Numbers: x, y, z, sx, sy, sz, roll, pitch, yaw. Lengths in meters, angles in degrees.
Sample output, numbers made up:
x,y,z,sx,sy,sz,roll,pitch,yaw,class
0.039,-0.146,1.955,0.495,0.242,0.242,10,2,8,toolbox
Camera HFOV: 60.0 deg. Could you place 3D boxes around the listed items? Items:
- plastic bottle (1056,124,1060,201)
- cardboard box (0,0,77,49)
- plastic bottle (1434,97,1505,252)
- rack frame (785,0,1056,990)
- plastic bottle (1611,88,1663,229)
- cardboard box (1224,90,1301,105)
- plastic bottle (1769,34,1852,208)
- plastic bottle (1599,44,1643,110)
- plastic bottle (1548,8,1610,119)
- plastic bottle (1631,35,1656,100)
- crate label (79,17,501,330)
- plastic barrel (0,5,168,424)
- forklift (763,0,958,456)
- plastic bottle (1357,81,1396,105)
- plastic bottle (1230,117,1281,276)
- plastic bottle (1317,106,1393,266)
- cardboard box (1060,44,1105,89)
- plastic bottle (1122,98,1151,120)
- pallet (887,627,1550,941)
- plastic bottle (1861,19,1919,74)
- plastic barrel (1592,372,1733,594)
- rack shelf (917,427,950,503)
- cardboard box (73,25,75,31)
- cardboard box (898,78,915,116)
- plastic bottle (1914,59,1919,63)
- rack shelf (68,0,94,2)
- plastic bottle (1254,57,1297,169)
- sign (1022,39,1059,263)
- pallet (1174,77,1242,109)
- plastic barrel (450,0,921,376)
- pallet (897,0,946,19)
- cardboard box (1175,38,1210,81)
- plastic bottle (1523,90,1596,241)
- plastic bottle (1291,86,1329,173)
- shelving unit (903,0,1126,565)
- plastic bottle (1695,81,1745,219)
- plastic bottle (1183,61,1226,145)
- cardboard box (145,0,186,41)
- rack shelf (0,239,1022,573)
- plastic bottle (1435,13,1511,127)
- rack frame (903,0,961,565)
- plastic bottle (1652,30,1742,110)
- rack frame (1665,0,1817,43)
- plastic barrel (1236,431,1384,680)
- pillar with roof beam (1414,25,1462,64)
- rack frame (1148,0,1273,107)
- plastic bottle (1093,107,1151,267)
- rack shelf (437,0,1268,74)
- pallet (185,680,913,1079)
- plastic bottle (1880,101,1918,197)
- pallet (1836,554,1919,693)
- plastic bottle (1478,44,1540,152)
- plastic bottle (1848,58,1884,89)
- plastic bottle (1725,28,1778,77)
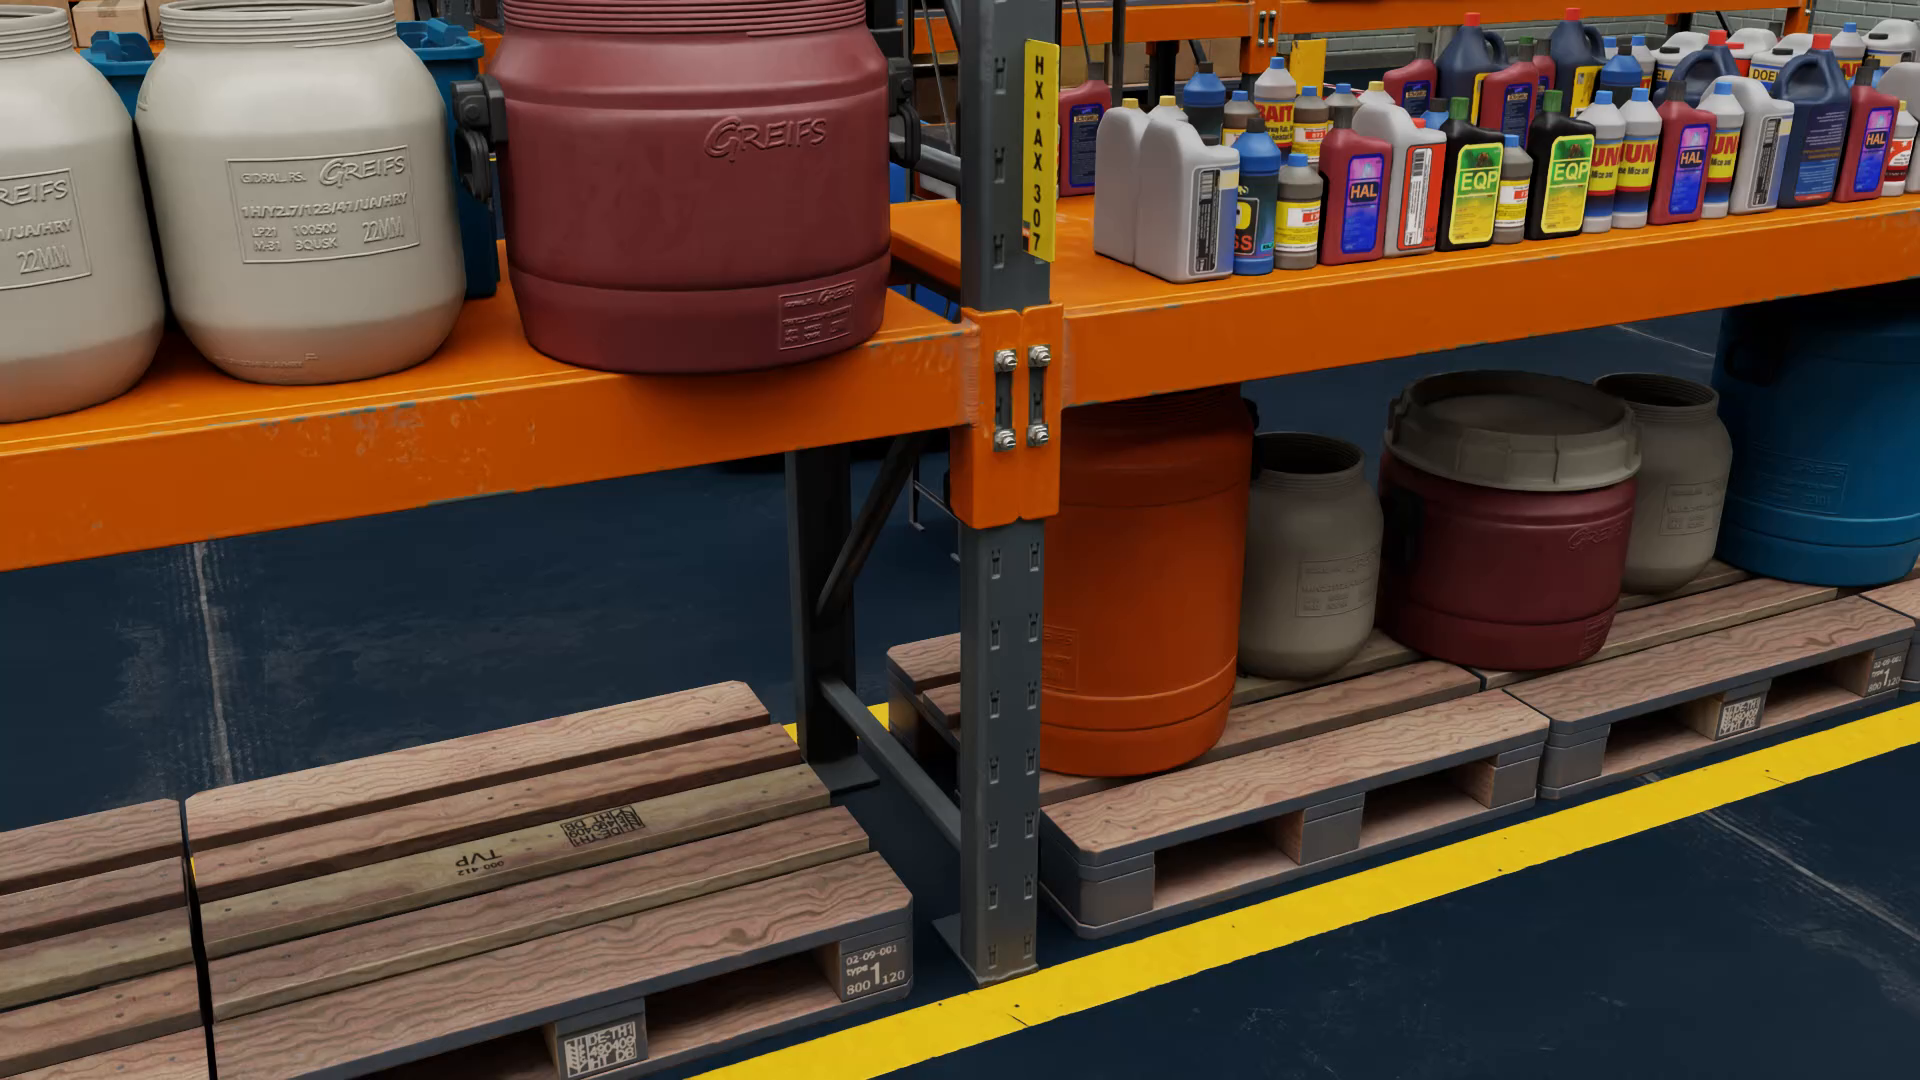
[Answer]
x,y,z,sx,sy,sz,roll,pitch,yaw,class
0.169,-0.845,3.629,0.097,0.201,0.097,0,22,0,plastic bottle
-3.772,-2.180,6.463,0.500,0.500,0.500,-12,25,-26,cardboard box
0.966,-0.699,3.170,0.133,0.283,0.061,-10,25,-24,plastic bottle
-0.122,-0.710,3.043,0.127,3.000,1.000,-10,25,-24,rack frame
1.357,-0.774,3.366,0.097,0.271,0.097,0,22,0,plastic bottle
1.728,-2.321,9.629,0.500,0.500,0.500,-10,25,-24,cardboard box
1.803,-0.902,3.573,0.185,0.351,0.144,-10,25,-24,plastic bottle
1.627,-1.084,4.116,0.097,0.271,0.097,0,22,0,plastic bottle
1.536,-1.155,4.184,0.185,0.351,0.144,-10,25,-24,plastic bottle
1.740,-1.166,4.314,0.097,0.271,0.097,0,22,0,plastic bottle
-1.134,-0.654,2.863,0.616,0.435,0.502,-10,25,-24,crate label
-1.336,-0.447,2.262,0.421,0.512,0.421,0,22,0,plastic barrel
-0.870,-2.171,6.664,1.130,2.935,3.031,-8,24,-19,forklift
0.991,-0.996,3.995,0.097,0.201,0.097,0,22,0,plastic bottle
0.525,-0.620,2.995,0.097,0.271,0.097,0,22,0,plastic bottle
0.724,-0.655,3.063,0.133,0.283,0.061,-10,25,-24,plastic bottle
0.821,-4.082,13.908,0.500,0.500,0.700,-10,24,-22,cardboard box
0.377,-0.883,3.721,0.097,0.201,0.097,0,22,0,plastic bottle
0.570,0.434,3.927,1.213,0.211,1.003,-10,25,-24,pallet
2.570,-1.310,4.654,0.135,0.276,0.152,-10,25,-24,plastic bottle
1.799,-0.153,4.402,0.421,0.512,0.421,0,22,0,plastic barrel
0.149,-0.338,5.188,0.480,0.518,0.431,-10,25,-24,rack shelf
-5.586,-3.308,11.033,0.500,0.250,0.500,-10,24,-23,cardboard box
-0.557,-2.230,8.428,0.500,0.250,0.500,-11,25,-25,cardboard box
2.641,-1.235,4.572,0.097,0.201,0.097,0,22,0,plastic bottle
-6.221,-3.460,10.627,4.000,0.370,1.077,-10,25,-24,rack shelf
0.728,-0.980,3.864,0.097,0.271,0.097,0,22,0,plastic bottle
0.123,-0.597,2.556,0.005,0.325,0.100,-10,25,-24,sign
2.103,-4.003,14.644,1.213,0.211,1.003,-10,25,-24,pallet
-0.409,-0.591,2.578,0.708,0.536,0.600,-10,25,-24,plastic barrel
-0.517,-2.653,7.988,1.213,0.211,1.003,-10,25,-24,pallet
1.752,-4.256,14.330,0.500,0.500,0.700,-11,25,-24,cardboard box
1.174,-0.738,3.263,0.133,0.283,0.061,-10,25,-24,plastic bottle
0.816,-0.964,3.917,0.097,0.201,0.097,0,22,0,plastic bottle
0.149,-0.998,4.915,0.503,2.100,0.431,-10,25,-24,shelving unit
1.565,-0.812,3.458,0.097,0.271,0.097,0,22,0,plastic bottle
0.553,-0.948,3.786,0.097,0.271,0.097,0,22,0,plastic bottle
-3.157,-2.295,6.988,0.500,0.311,0.500,-11,25,-24,cardboard box
-1.924,-0.046,2.379,4.000,0.370,1.077,-10,25,-24,rack shelf
1.249,-1.103,4.056,0.185,0.351,0.144,-10,25,-24,plastic bottle
-0.071,-0.957,4.817,0.015,2.100,0.400,-10,25,-24,rack frame
1.616,-0.933,3.646,0.185,0.351,0.144,-10,25,-24,plastic bottle
4.942,-3.744,10.374,0.127,3.000,1.000,-10,25,-24,rack frame
0.782,0.034,3.949,0.421,0.512,0.421,0,22,0,plastic barrel
6.715,-7.485,11.567,0.400,9.000,9.100,-10,25,-24,pillar with roof beam
1.337,-3.081,8.771,0.127,3.000,1.000,-10,25,-24,rack frame
0.342,-0.665,3.097,0.135,0.276,0.152,-10,25,-24,plastic bottle
-0.465,-2.417,8.107,4.000,0.370,1.077,-10,25,-24,rack shelf
-0.837,0.694,3.298,1.213,0.211,1.003,-10,25,-24,pallet
2.061,-0.871,3.692,0.097,0.201,0.097,0,22,0,plastic bottle
2.769,0.029,4.904,1.213,0.211,1.003,-10,25,-24,pallet
1.316,-1.041,3.994,0.133,0.283,0.061,-10,25,-24,plastic bottle
2.083,-0.972,3.844,0.097,0.271,0.097,0,22,0,plastic bottle
2.066,-1.217,4.430,0.135,0.276,0.152,-10,25,-24,plastic bottle
